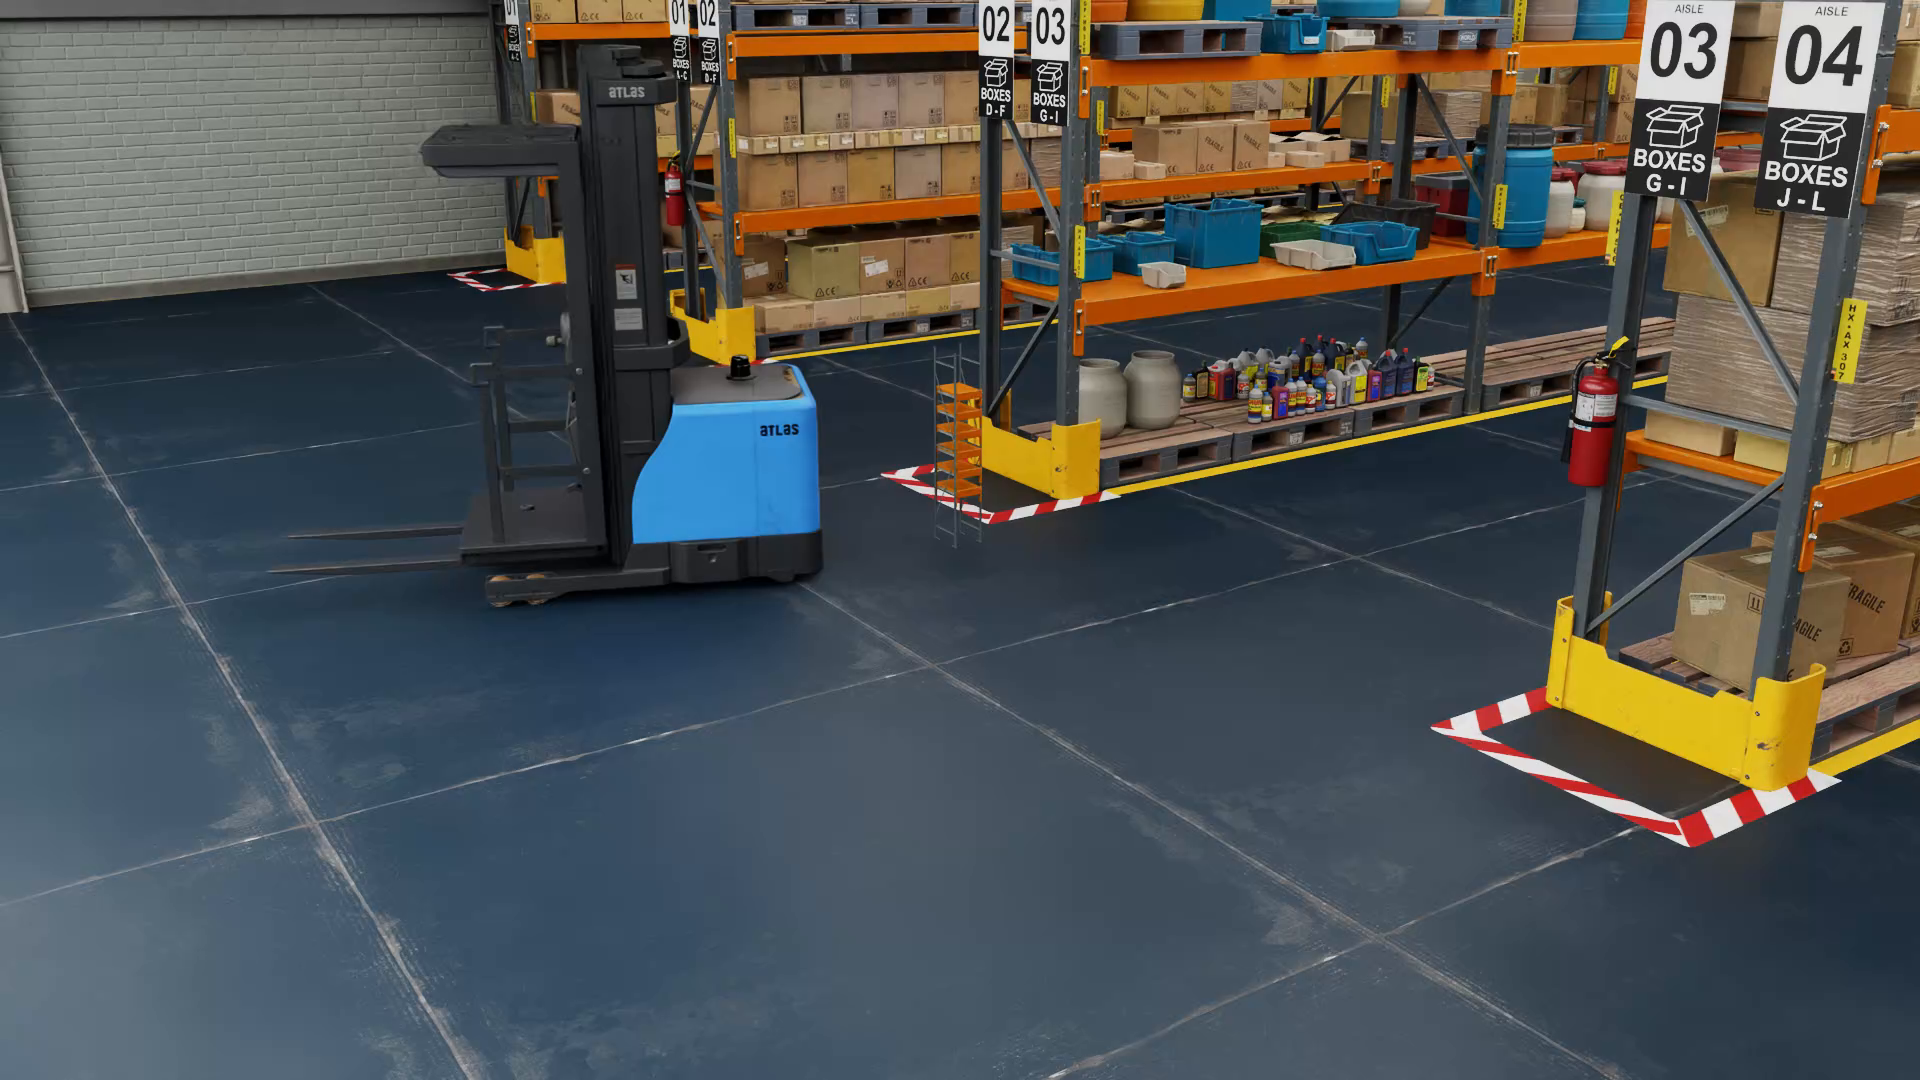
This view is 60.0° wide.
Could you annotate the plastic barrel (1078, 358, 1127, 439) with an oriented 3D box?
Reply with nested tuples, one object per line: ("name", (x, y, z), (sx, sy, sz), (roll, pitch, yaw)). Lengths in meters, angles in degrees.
("plastic barrel", (0.966, -0.997, 11.740), (0.421, 0.512, 0.421), (0, 19, 0))

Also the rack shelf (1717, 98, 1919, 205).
("rack shelf", (4.853, -1.948, 7.763), (4.000, 0.370, 1.077), (-12, 22, -31))

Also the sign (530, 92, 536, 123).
("sign", (-4.692, -4.755, 18.276), (0.005, 0.325, 0.100), (-12, 22, -31))

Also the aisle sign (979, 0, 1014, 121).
("aisle sign", (0.235, -3.139, 10.786), (0.004, 0.787, 0.394), (-12, 22, -31))

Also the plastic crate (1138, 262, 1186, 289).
("plastic crate", (1.383, -1.787, 11.259), (0.250, 0.136, 0.298), (-12, 22, -31))

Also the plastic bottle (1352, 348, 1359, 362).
("plastic bottle", (3.207, -1.471, 13.595), (0.097, 0.201, 0.097), (0, 19, 0))

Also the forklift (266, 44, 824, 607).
("forklift", (-2.354, -1.205, 9.233), (3.031, 2.935, 1.130), (-4, 19, -11))

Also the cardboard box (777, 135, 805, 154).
("cardboard box", (-1.598, -3.579, 14.980), (0.250, 0.149, 0.380), (-13, 22, -33))

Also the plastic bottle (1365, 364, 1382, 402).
("plastic bottle", (3.146, -1.203, 12.672), (0.133, 0.283, 0.061), (-10, 21, -28))

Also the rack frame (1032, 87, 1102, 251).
("rack frame", (1.078, -3.871, 17.010), (0.127, 3.000, 1.000), (-12, 22, -31))

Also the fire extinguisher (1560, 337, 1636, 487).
("fire extinguisher", (2.833, -0.582, 7.404), (0.183, 0.674, 0.296), (-12, 22, -31))

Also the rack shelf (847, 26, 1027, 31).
("rack shelf", (0.021, -6.627, 21.604), (4.000, 0.370, 1.077), (-12, 22, -31))

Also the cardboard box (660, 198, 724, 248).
("cardboard box", (-3.247, -3.829, 20.102), (0.500, 0.500, 0.700), (-14, 23, -35))

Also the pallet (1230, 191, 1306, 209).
("pallet", (4.429, -5.127, 25.081), (1.213, 0.211, 1.003), (-12, 22, -31))

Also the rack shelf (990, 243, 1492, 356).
("rack shelf", (2.129, -1.852, 12.163), (4.000, 0.370, 1.077), (-12, 22, -31))

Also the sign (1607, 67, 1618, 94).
("sign", (8.068, -5.680, 20.556), (0.005, 0.325, 0.100), (-12, 22, -31))

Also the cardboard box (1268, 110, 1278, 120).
("cardboard box", (4.466, -6.275, 24.483), (0.250, 0.149, 0.380), (-11, 22, -30))

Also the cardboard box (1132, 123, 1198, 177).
("cardboard box", (2.168, -4.142, 17.656), (0.500, 0.500, 0.500), (-10, 21, -28))

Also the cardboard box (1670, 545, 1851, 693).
("cardboard box", (3.713, 0.364, 7.732), (0.500, 0.500, 0.500), (-8, 20, -21))

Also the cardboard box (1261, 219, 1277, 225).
("cardboard box", (3.263, -3.398, 18.373), (0.500, 0.311, 0.500), (-12, 22, -32))

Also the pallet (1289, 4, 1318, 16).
("pallet", (3.901, -5.763, 18.220), (1.003, 0.211, 1.213), (-11, 21, -29))

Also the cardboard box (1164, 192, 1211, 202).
("cardboard box", (3.112, -5.327, 24.019), (0.750, 0.750, 0.750), (-12, 22, -32))

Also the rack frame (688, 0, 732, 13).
("rack frame", (-2.263, -6.008, 13.965), (0.127, 3.000, 1.000), (-12, 22, -31))

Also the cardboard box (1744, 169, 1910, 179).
("cardboard box", (3.920, -1.430, 7.610), (0.500, 0.500, 0.500), (-12, 22, -31))

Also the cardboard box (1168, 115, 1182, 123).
("cardboard box", (2.931, -5.978, 23.604), (0.250, 0.149, 0.380), (-11, 22, -30))

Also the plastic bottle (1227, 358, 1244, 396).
("plastic bottle", (2.093, -1.261, 12.857), (0.135, 0.276, 0.152), (-13, 22, -33))

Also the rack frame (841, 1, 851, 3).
("rack frame", (-1.650, -8.037, 19.967), (0.127, 3.000, 1.000), (-12, 22, -31))

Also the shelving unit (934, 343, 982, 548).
("shelving unit", (-0.012, -0.566, 10.045), (0.189, 1.200, 0.258), (-12, 22, -31))

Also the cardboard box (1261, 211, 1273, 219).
("cardboard box", (3.386, -3.629, 19.057), (0.500, 0.311, 0.500), (-13, 22, -33))

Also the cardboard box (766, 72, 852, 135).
("cardboard box", (-1.385, -4.010, 15.241), (0.500, 0.500, 0.700), (-13, 22, -33))

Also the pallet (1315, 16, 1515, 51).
("pallet", (3.250, -3.723, 12.186), (1.003, 0.211, 1.213), (-12, 22, -31))

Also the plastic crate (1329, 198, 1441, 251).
("plastic crate", (3.292, -2.457, 12.927), (0.504, 0.338, 0.767), (-12, 22, -31))

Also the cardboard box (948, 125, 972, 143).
("cardboard box", (-0.093, -3.897, 15.919), (0.250, 0.149, 0.380), (-11, 22, -30))

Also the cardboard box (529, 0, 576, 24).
("cardboard box", (-4.574, -5.960, 18.320), (0.500, 0.500, 0.500), (-11, 22, -30))

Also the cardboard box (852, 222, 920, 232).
("cardboard box", (-0.733, -2.860, 16.486), (0.500, 0.500, 0.500), (-12, 22, -31))

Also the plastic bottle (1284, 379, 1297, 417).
("plastic bottle", (2.430, -1.053, 12.248), (0.097, 0.271, 0.097), (0, 19, 0))

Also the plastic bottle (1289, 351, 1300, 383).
("plastic bottle", (2.637, -1.361, 13.159), (0.097, 0.271, 0.097), (0, 19, 0))

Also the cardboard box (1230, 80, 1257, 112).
("cardboard box", (3.940, -6.474, 24.060), (0.500, 0.500, 0.500), (-12, 22, -31))

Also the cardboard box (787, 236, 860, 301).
("cardboard box", (-1.276, -2.541, 15.545), (0.500, 0.500, 0.500), (-12, 22, -31))

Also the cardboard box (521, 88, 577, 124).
("cardboard box", (-4.714, -4.924, 19.158), (0.500, 0.500, 0.500), (-12, 22, -32))

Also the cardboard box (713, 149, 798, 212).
("cardboard box", (-1.866, -3.292, 15.143), (0.500, 0.500, 0.700), (-12, 22, -31))

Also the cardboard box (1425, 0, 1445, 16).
("cardboard box", (5.190, -6.219, 19.118), (0.500, 0.500, 0.910), (-12, 22, -31))

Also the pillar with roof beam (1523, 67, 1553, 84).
("pillar with roof beam", (12.519, -9.706, 24.904), (0.400, 9.000, 9.100), (-12, 22, -31))

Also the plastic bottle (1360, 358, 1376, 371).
("plastic bottle", (3.157, -1.274, 12.896), (0.135, 0.276, 0.152), (-12, 22, -31))

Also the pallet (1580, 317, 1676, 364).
("pallet", (6.471, -1.803, 15.247), (1.213, 0.211, 1.003), (-12, 22, -31))

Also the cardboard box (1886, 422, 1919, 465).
("cardboard box", (3.988, -0.462, 7.320), (0.250, 0.149, 0.380), (-12, 22, -31))

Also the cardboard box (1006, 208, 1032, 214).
("cardboard box", (0.624, -4.723, 22.749), (0.500, 0.500, 0.700), (-12, 22, -31))

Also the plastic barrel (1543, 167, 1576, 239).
("plastic barrel", (4.719, -2.719, 13.393), (0.433, 0.535, 0.433), (0, 19, 0))

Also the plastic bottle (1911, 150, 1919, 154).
("plastic bottle", (9.974, -3.948, 17.317), (0.185, 0.351, 0.144), (-12, 22, -31))

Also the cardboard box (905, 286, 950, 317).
("cardboard box", (-0.439, -2.361, 16.183), (0.500, 0.250, 0.500), (-12, 22, -31))

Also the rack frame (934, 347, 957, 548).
("rack frame", (-0.089, -0.550, 9.997), (0.006, 1.200, 0.240), (-12, 22, -31))
